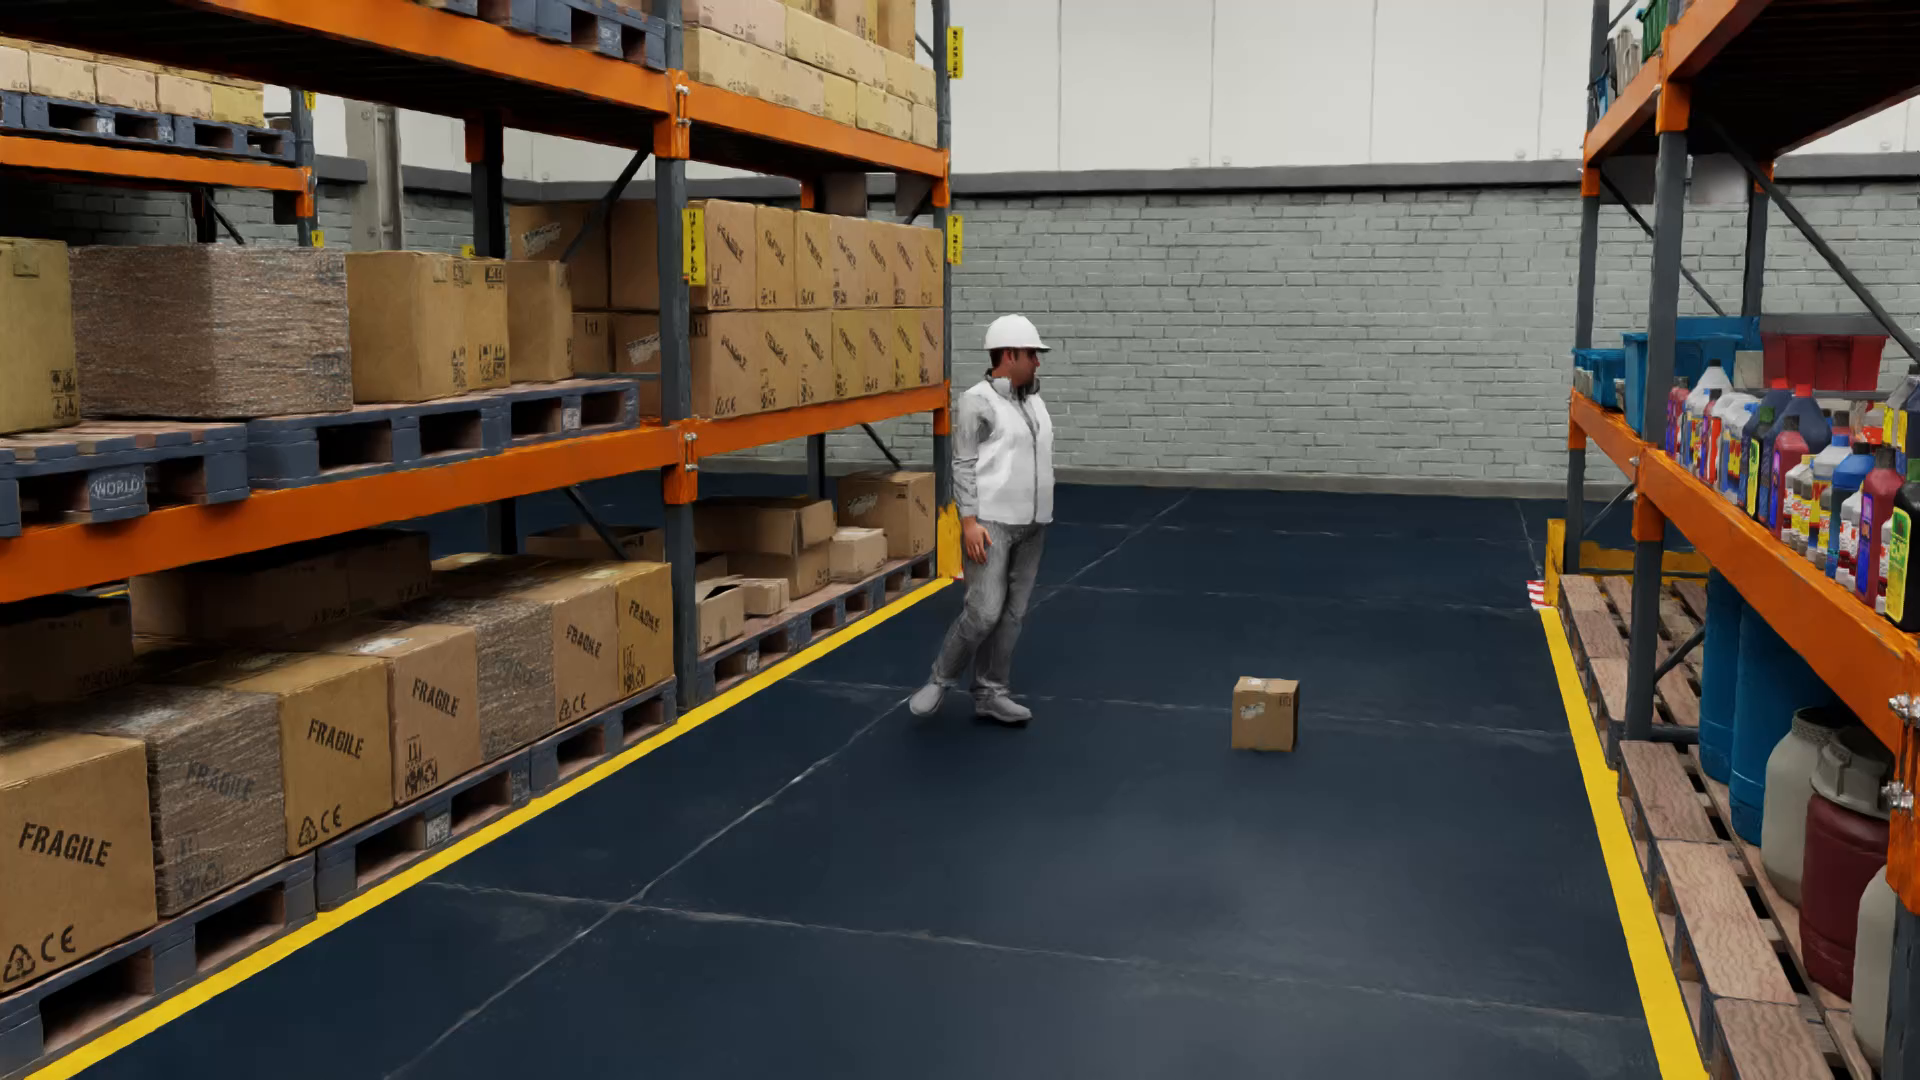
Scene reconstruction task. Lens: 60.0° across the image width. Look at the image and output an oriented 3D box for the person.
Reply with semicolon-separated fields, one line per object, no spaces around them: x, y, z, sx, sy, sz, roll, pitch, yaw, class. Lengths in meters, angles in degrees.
0.149;0.001;7.219;0.516;1.480;0.436;-8;11;-43;person
